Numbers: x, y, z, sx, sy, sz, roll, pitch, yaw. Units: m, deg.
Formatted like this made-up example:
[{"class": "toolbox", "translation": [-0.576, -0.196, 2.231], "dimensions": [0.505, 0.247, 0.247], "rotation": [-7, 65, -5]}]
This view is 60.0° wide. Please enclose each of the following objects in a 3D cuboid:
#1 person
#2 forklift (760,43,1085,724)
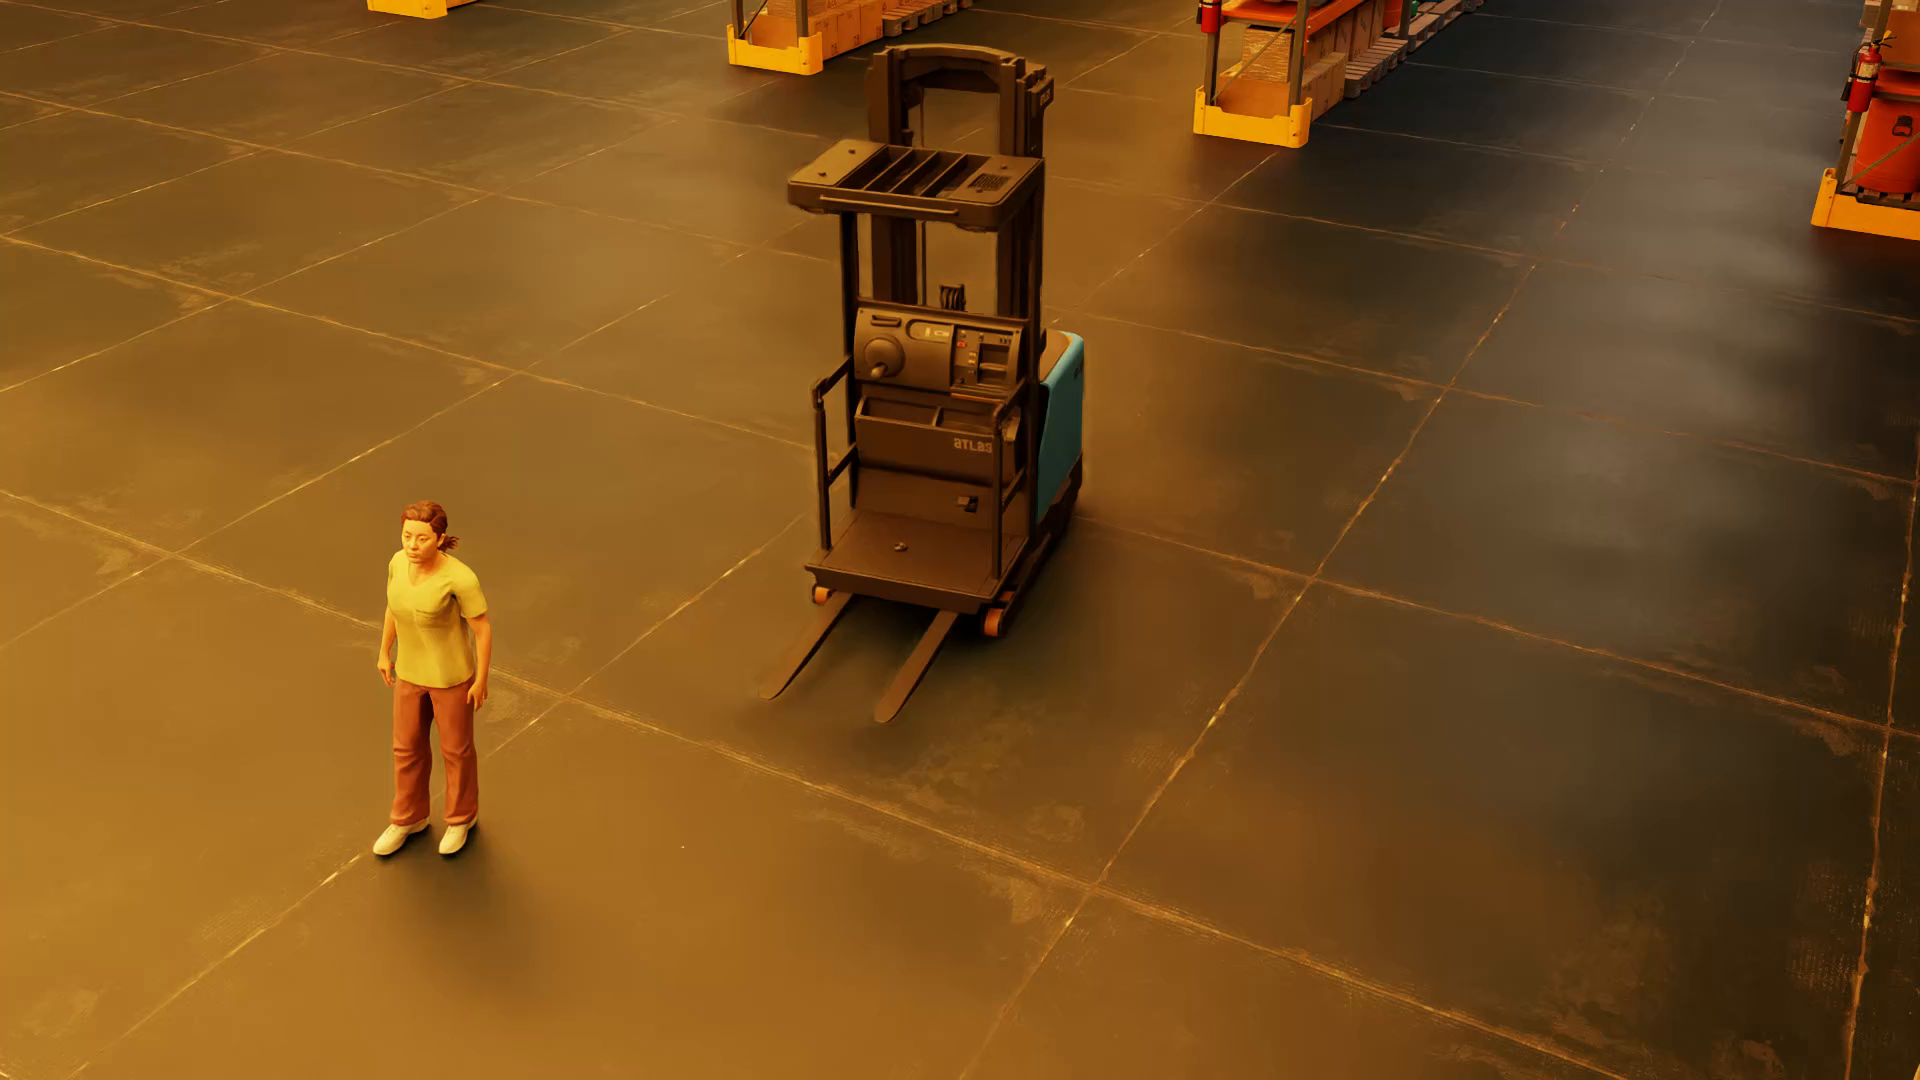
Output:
[{"class": "person", "translation": [-2.320, 0.623, 7.235], "dimensions": [0.548, 1.676, 0.544], "rotation": [10, 31, 17]}, {"class": "forklift", "translation": [-0.189, -0.963, 8.739], "dimensions": [1.130, 2.935, 3.031], "rotation": [10, 31, 16]}]
